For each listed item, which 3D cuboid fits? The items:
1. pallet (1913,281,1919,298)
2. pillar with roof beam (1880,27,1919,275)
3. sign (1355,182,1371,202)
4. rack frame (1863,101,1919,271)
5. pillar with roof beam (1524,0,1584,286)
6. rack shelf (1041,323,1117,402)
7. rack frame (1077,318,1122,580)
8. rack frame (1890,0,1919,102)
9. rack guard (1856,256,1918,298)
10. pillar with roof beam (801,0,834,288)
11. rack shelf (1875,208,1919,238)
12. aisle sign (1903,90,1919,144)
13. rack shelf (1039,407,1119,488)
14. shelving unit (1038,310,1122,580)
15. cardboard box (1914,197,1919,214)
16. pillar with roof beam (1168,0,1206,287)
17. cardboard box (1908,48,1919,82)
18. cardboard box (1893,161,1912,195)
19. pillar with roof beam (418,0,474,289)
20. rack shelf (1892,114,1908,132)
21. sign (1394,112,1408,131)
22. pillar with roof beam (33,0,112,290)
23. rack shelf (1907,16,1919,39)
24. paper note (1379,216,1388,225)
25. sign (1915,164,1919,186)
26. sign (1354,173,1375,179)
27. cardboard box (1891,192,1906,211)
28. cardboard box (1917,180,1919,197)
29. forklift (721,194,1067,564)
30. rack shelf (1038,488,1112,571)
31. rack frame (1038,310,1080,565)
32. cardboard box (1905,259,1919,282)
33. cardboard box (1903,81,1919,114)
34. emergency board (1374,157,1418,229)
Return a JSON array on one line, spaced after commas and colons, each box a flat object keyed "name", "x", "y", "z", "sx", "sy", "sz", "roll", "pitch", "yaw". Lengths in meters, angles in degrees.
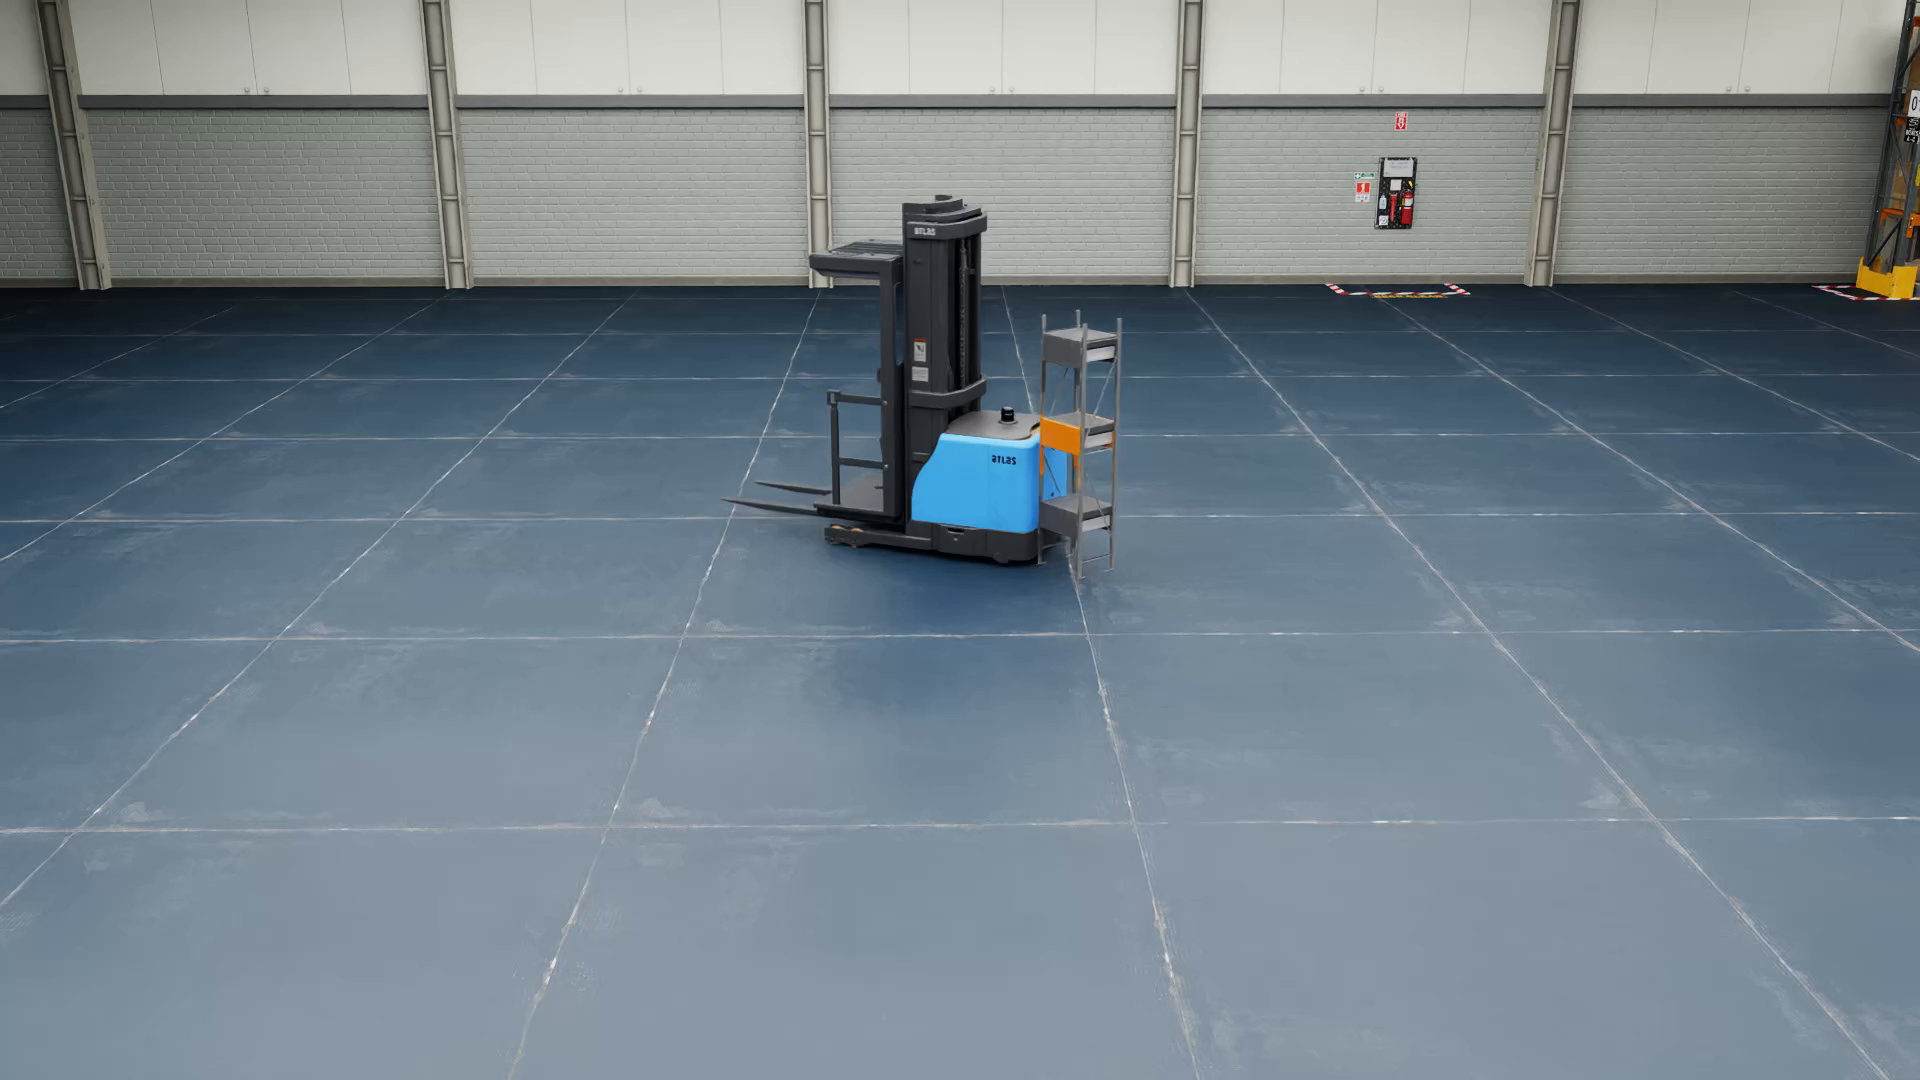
[{"name": "pallet", "x": 15.895, "y": -4.139, "z": 27.104, "sx": 1.213, "sy": 0.211, "sz": 1.003, "roll": 0, "pitch": 18, "yaw": -1}, {"name": "pillar with roof beam", "x": 15.761, "y": -7.282, "z": 22.517, "sx": 0.400, "sy": 9.000, "sz": 9.100, "roll": 0, "pitch": 18, "yaw": -1}, {"name": "sign", "x": 6.667, "y": -5.757, "z": 27.526, "sx": 0.234, "sy": 0.329, "sz": 0.001, "roll": 0, "pitch": 18, "yaw": -1}, {"name": "rack frame", "x": 15.006, "y": -5.473, "z": 26.698, "sx": 0.127, "sy": 3.000, "sz": 1.000, "roll": 0, "pitch": 18, "yaw": -1}, {"name": "pillar with roof beam", "x": 9.761, "y": -7.253, "z": 22.427, "sx": 0.400, "sy": 9.000, "sz": 9.100, "roll": 0, "pitch": 18, "yaw": -1}, {"name": "rack shelf", "x": 0.964, "y": -1.426, "z": 13.306, "sx": 0.431, "sy": 0.518, "sz": 0.480, "roll": -13, "pitch": 22, "yaw": -36}, {"name": "rack frame", "x": 1.114, "y": -0.713, "z": 13.332, "sx": 0.400, "sy": 2.100, "sz": 0.015, "roll": -13, "pitch": 22, "yaw": -36}, {"name": "rack frame", "x": 15.006, "y": -8.330, "z": 25.782, "sx": 0.127, "sy": 3.000, "sz": 1.000, "roll": 0, "pitch": 18, "yaw": -1}, {"name": "rack guard", "x": 15.082, "y": -4.283, "z": 27.081, "sx": 0.348, "sy": 0.500, "sz": 1.175, "roll": 0, "pitch": 18, "yaw": -1}, {"name": "pillar with roof beam", "x": -2.237, "y": -7.196, "z": 22.246, "sx": 0.400, "sy": 9.000, "sz": 9.100, "roll": 0, "pitch": 18, "yaw": -1}, {"name": "rack shelf", "x": 17.006, "y": -5.140, "z": 26.838, "sx": 4.000, "sy": 0.370, "sz": 1.077, "roll": 0, "pitch": 18, "yaw": -1}, {"name": "aisle sign", "x": 14.939, "y": -6.619, "z": 26.014, "sx": 0.004, "sy": 0.787, "sz": 0.394, "roll": 0, "pitch": 18, "yaw": -1}, {"name": "rack shelf", "x": 0.963, "y": -0.759, "z": 13.519, "sx": 0.431, "sy": 0.518, "sz": 0.480, "roll": -13, "pitch": 22, "yaw": -36}, {"name": "shelving unit", "x": 0.963, "y": -0.772, "z": 13.515, "sx": 0.431, "sy": 2.100, "sz": 0.503, "roll": -13, "pitch": 22, "yaw": -36}, {"name": "cardboard box", "x": 15.499, "y": -5.317, "z": 26.423, "sx": 0.500, "sy": 0.250, "sz": 0.500, "roll": -1, "pitch": 18, "yaw": -2}, {"name": "pillar with roof beam", "x": 3.762, "y": -7.225, "z": 22.337, "sx": 0.400, "sy": 9.000, "sz": 9.100, "roll": 0, "pitch": 18, "yaw": -1}, {"name": "cardboard box", "x": 15.433, "y": -7.516, "z": 26.324, "sx": 0.500, "sy": 0.500, "sz": 0.500, "roll": 1, "pitch": 18, "yaw": 2}, {"name": "cardboard box", "x": 15.474, "y": -5.835, "z": 26.813, "sx": 0.500, "sy": 0.500, "sz": 0.500, "roll": 0, "pitch": 18, "yaw": -1}, {"name": "pillar with roof beam", "x": -8.236, "y": -7.167, "z": 22.156, "sx": 0.400, "sy": 9.000, "sz": 9.100, "roll": 0, "pitch": 18, "yaw": -1}, {"name": "rack shelf", "x": 17.006, "y": -6.568, "z": 26.380, "sx": 4.000, "sy": 0.370, "sz": 1.077, "roll": 0, "pitch": 18, "yaw": -1}, {"name": "sign", "x": 7.212, "y": -6.846, "z": 27.182, "sx": 0.199, "sy": 0.298, "sz": 0.001, "roll": 0, "pitch": 18, "yaw": -1}, {"name": "pillar with roof beam", "x": -14.236, "y": -7.138, "z": 22.066, "sx": 0.400, "sy": 9.000, "sz": 9.100, "roll": 0, "pitch": 18, "yaw": -1}, {"name": "rack shelf", "x": 17.006, "y": -7.995, "z": 25.922, "sx": 4.000, "sy": 0.370, "sz": 1.077, "roll": 0, "pitch": 18, "yaw": -1}, {"name": "paper note", "x": 7.044, "y": -5.312, "z": 27.639, "sx": 0.142, "sy": 0.148, "sz": 0.016, "roll": 0, "pitch": 18, "yaw": -1}, {"name": "sign", "x": 15.015, "y": -5.720, "z": 26.049, "sx": 0.005, "sy": 0.325, "sz": 0.100, "roll": 0, "pitch": 18, "yaw": -1}, {"name": "sign", "x": 6.672, "y": -6.007, "z": 27.436, "sx": 0.331, "sy": 0.109, "sz": 0.001, "roll": 0, "pitch": 18, "yaw": -1}, {"name": "cardboard box", "x": 15.471, "y": -5.473, "z": 26.910, "sx": 0.500, "sy": 0.250, "sz": 0.500, "roll": 0, "pitch": 18, "yaw": 0}, {"name": "cardboard box", "x": 15.489, "y": -5.679, "z": 26.324, "sx": 0.500, "sy": 0.500, "sz": 0.500, "roll": 0, "pitch": 18, "yaw": -1}, {"name": "forklift", "x": -0.630, "y": -1.470, "z": 14.333, "sx": 3.031, "sy": 2.935, "sz": 1.130, "roll": 7, "pitch": 19, "yaw": 21}, {"name": "rack shelf", "x": 0.962, "y": -0.092, "z": 13.732, "sx": 0.431, "sy": 0.518, "sz": 0.480, "roll": -13, "pitch": 22, "yaw": -36}, {"name": "rack frame", "x": 0.813, "y": -0.830, "z": 13.697, "sx": 0.400, "sy": 2.100, "sz": 0.015, "roll": -13, "pitch": 22, "yaw": -36}, {"name": "cardboard box", "x": 15.700, "y": -4.378, "z": 26.966, "sx": 0.500, "sy": 0.311, "sz": 0.500, "roll": -2, "pitch": 18, "yaw": -7}, {"name": "cardboard box", "x": 15.420, "y": -7.038, "z": 26.469, "sx": 0.500, "sy": 0.500, "sz": 0.500, "roll": 1, "pitch": 18, "yaw": 3}, {"name": "emergency board", "x": 7.222, "y": -5.711, "z": 27.441, "sx": 0.643, "sy": 1.169, "sz": 0.194, "roll": 0, "pitch": 18, "yaw": -1}]
